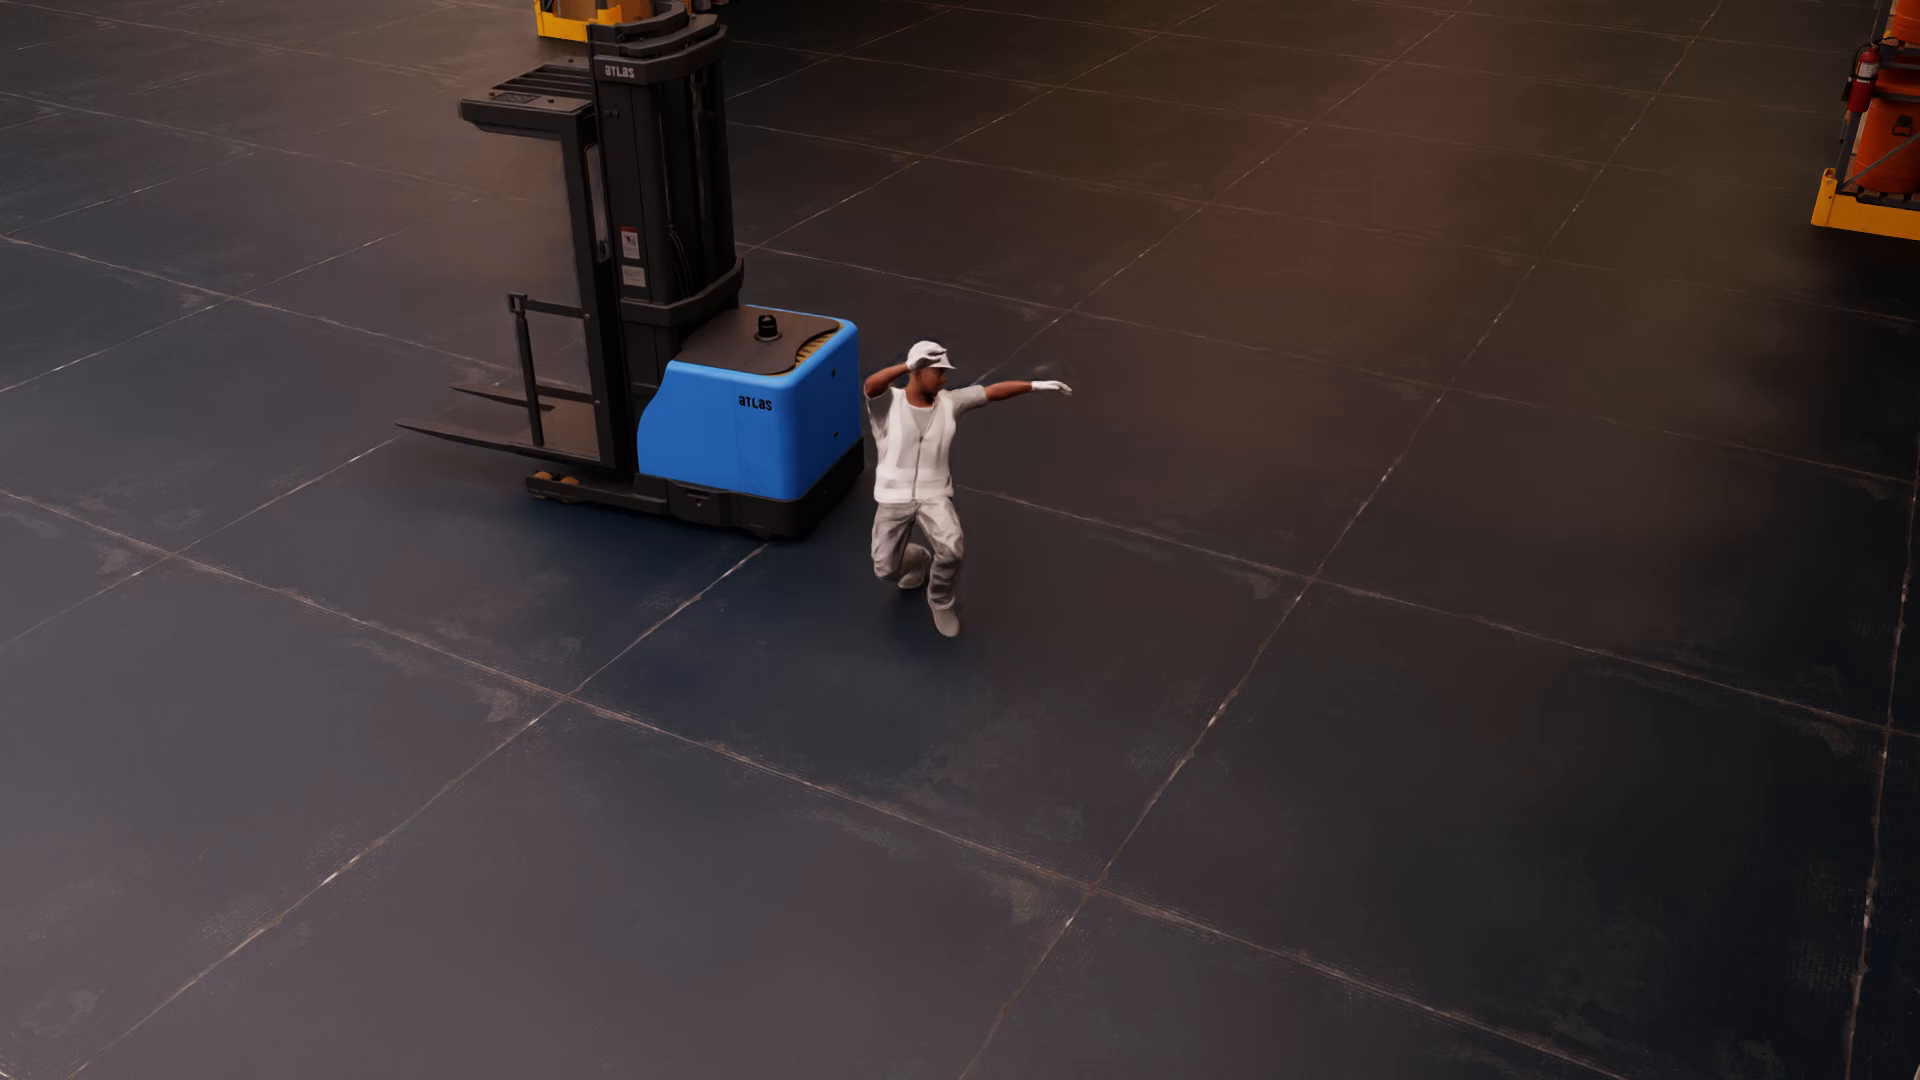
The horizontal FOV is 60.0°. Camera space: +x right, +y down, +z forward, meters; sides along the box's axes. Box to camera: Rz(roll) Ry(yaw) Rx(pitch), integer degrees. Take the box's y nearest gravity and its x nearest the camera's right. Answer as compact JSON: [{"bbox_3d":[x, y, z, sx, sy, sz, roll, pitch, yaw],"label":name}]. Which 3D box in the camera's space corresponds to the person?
[{"bbox_3d":[0.064,-0.307,8.981,1.130,1.611,0.866,-2,30,-3],"label":"person"}]

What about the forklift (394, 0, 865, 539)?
[{"bbox_3d":[-2.182,-1.728,10.065,3.031,2.935,1.130,11,32,18],"label":"forklift"}]
